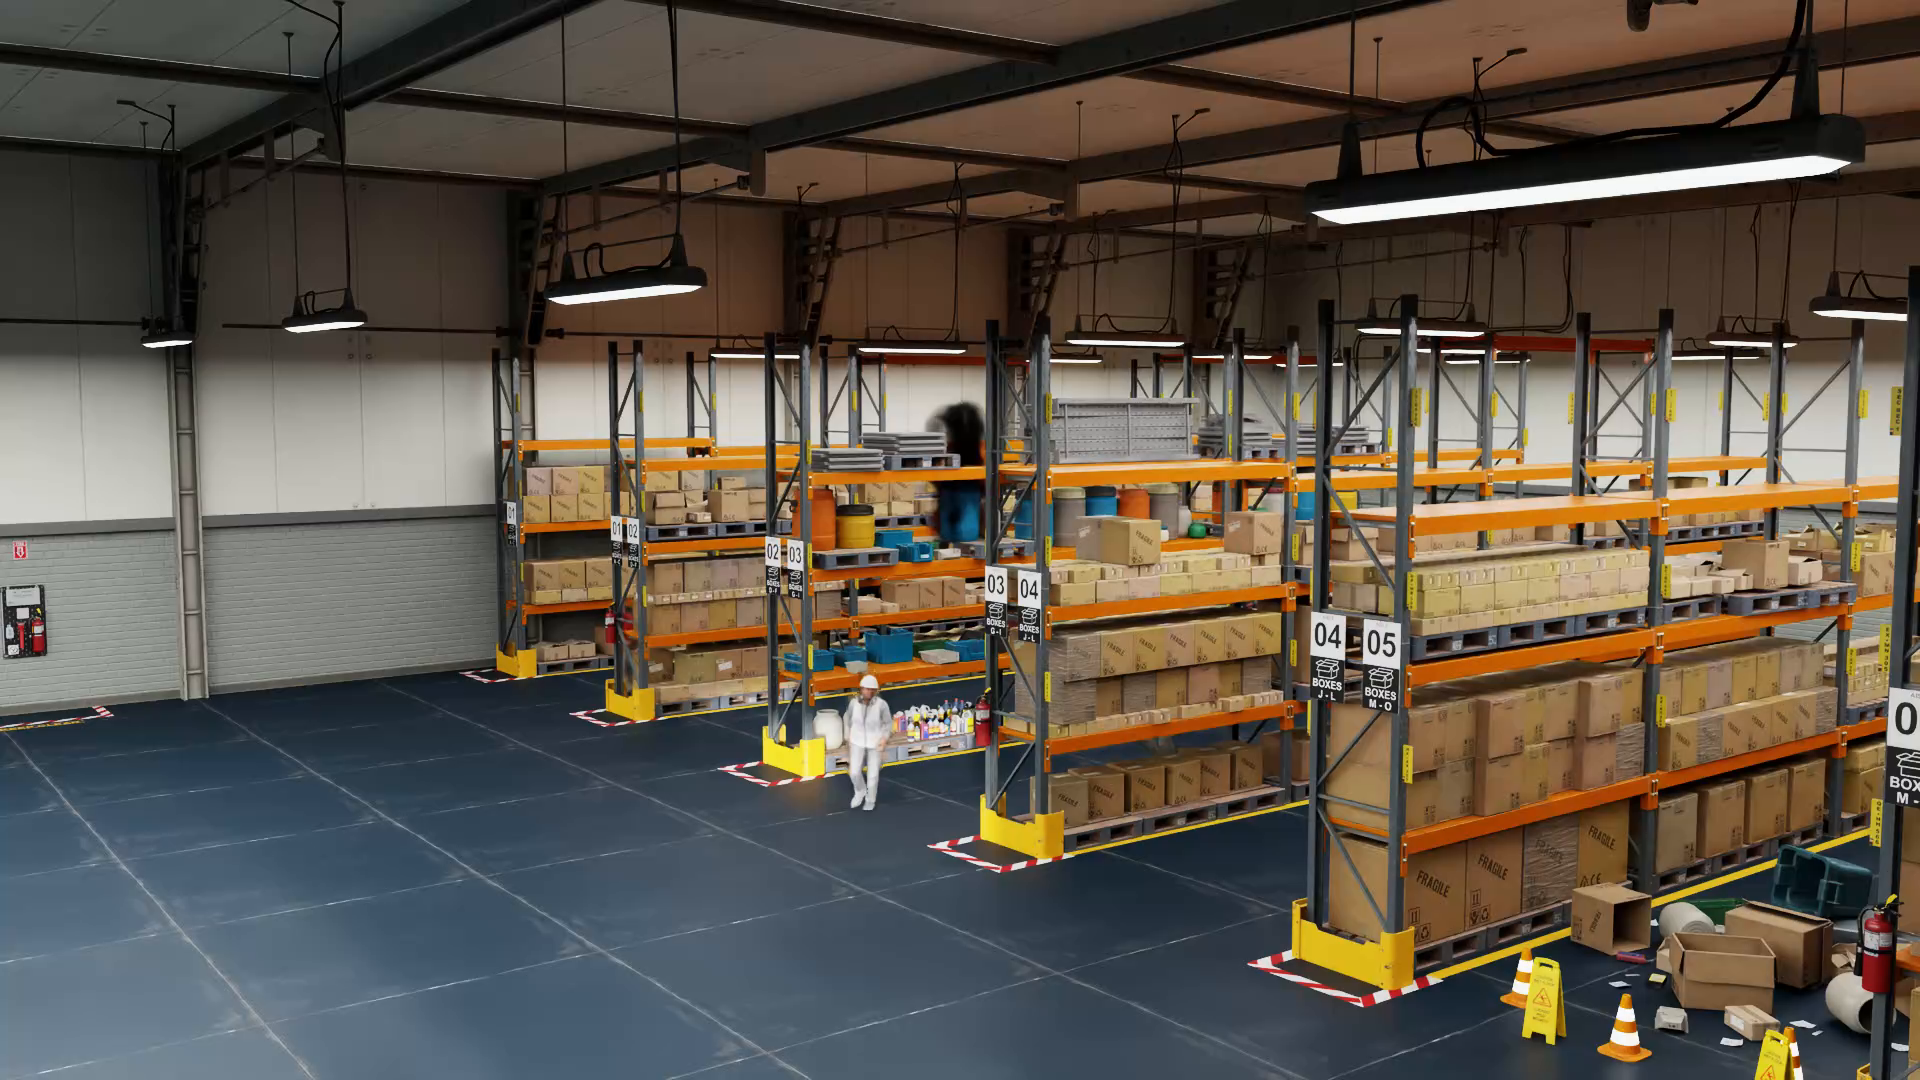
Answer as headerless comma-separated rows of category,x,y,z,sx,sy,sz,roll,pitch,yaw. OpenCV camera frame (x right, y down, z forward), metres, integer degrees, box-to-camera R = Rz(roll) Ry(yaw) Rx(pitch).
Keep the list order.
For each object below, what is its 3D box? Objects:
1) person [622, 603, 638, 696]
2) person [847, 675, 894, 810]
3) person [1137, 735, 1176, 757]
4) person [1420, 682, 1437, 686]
person,-5.628,1.896,28.572,0.705,1.561,0.877,2,5,20
person,-1.123,2.508,20.428,0.644,1.737,0.788,0,5,5
person,2.670,2.317,22.432,0.656,1.749,0.637,-4,7,-41
person,5.717,2.517,20.232,0.692,1.736,0.706,-5,7,-43
